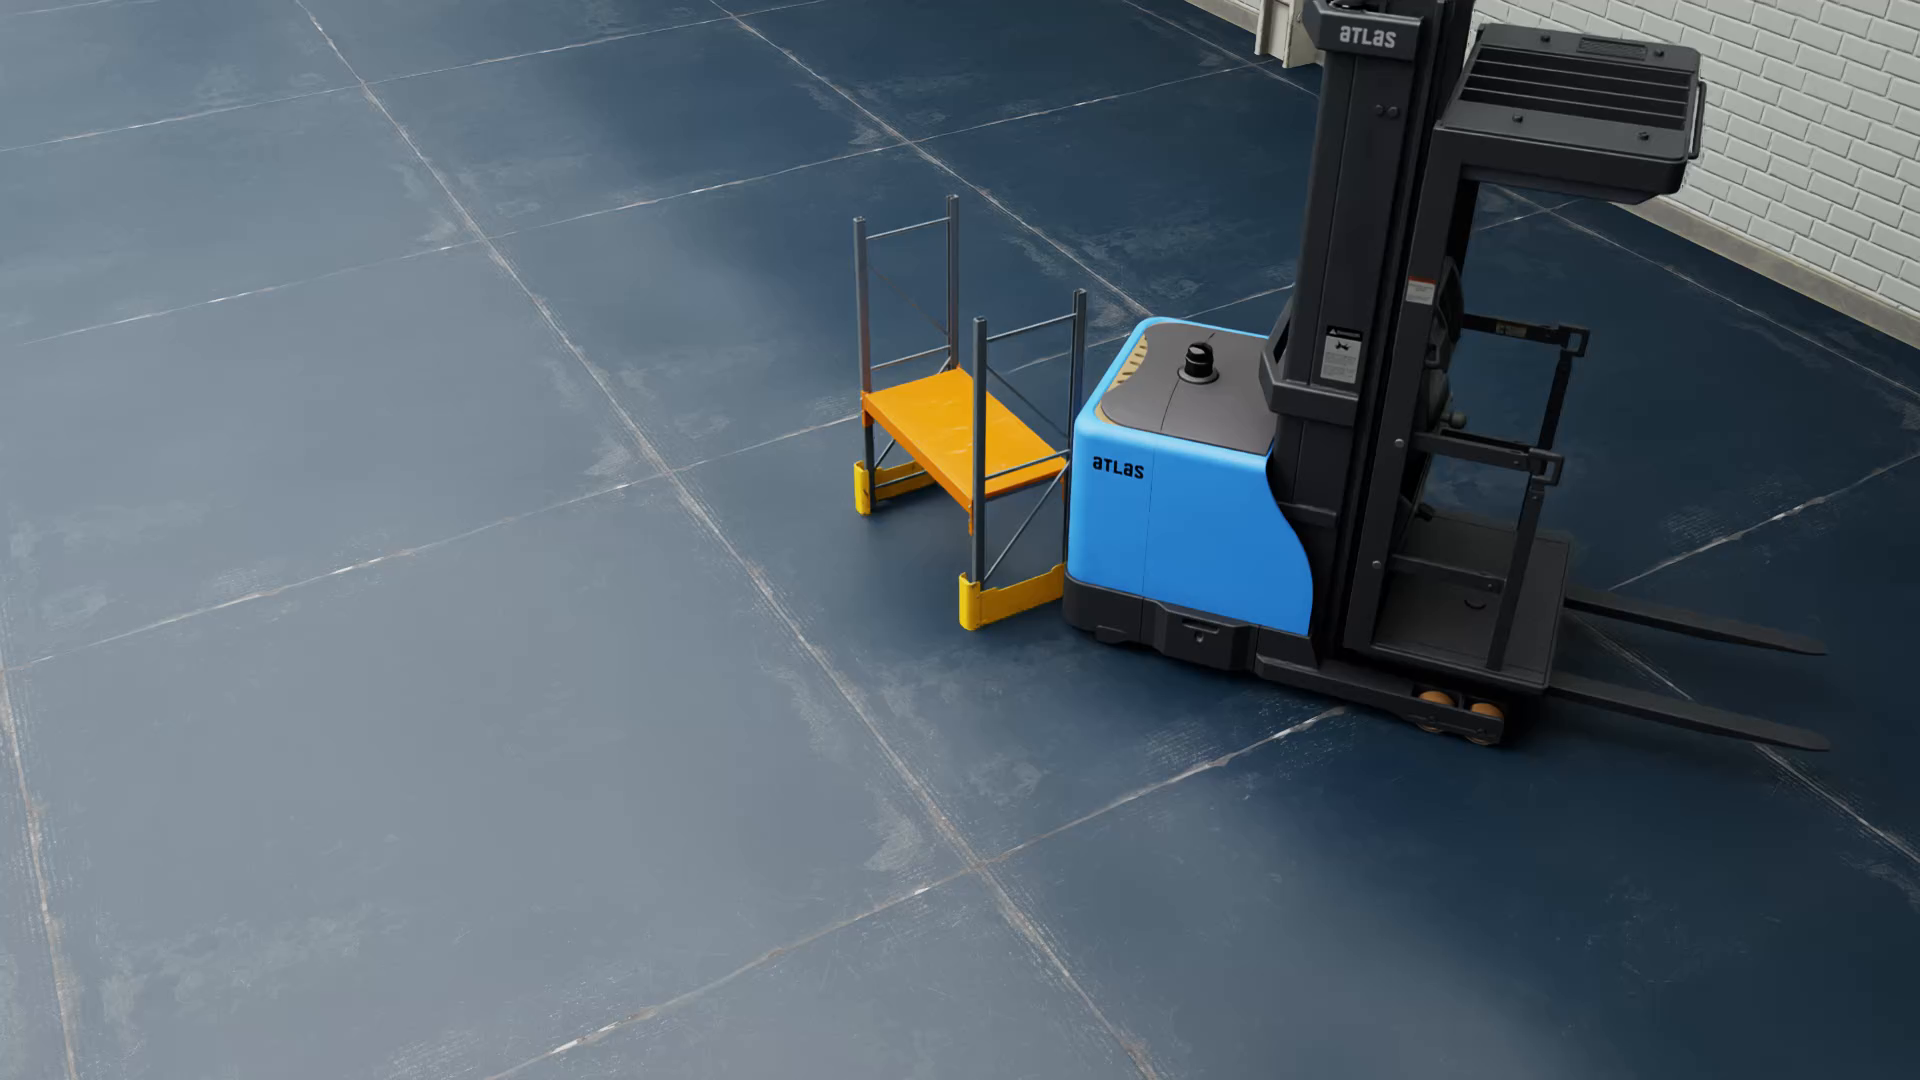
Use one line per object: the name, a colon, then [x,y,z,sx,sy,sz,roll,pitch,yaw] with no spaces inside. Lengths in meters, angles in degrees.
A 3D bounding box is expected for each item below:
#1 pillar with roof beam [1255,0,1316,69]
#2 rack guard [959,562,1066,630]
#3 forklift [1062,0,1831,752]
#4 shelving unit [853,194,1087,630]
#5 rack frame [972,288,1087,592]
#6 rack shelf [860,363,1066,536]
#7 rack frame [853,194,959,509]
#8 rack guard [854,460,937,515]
pillar with roof beam: [-1.201,-6.095,8.466,9.100,9.000,0.400,-19,40,-24]
rack guard: [0.266,0.187,7.281,0.587,0.250,0.087,-19,40,-24]
forklift: [2.010,-0.724,6.256,3.031,2.935,1.130,13,38,18]
shelving unit: [0.018,-0.572,7.262,0.587,1.500,1.083,-19,40,-24]
rack frame: [0.275,-0.307,6.899,0.500,1.500,0.032,-19,40,-24]
rack shelf: [0.023,-0.422,7.361,0.538,0.185,1.000,-19,40,-24]
rack frame: [-0.230,-0.828,7.612,0.500,1.500,0.032,-19,40,-24]
rack guard: [-0.230,-0.322,7.979,0.587,0.250,0.087,-19,40,-24]
